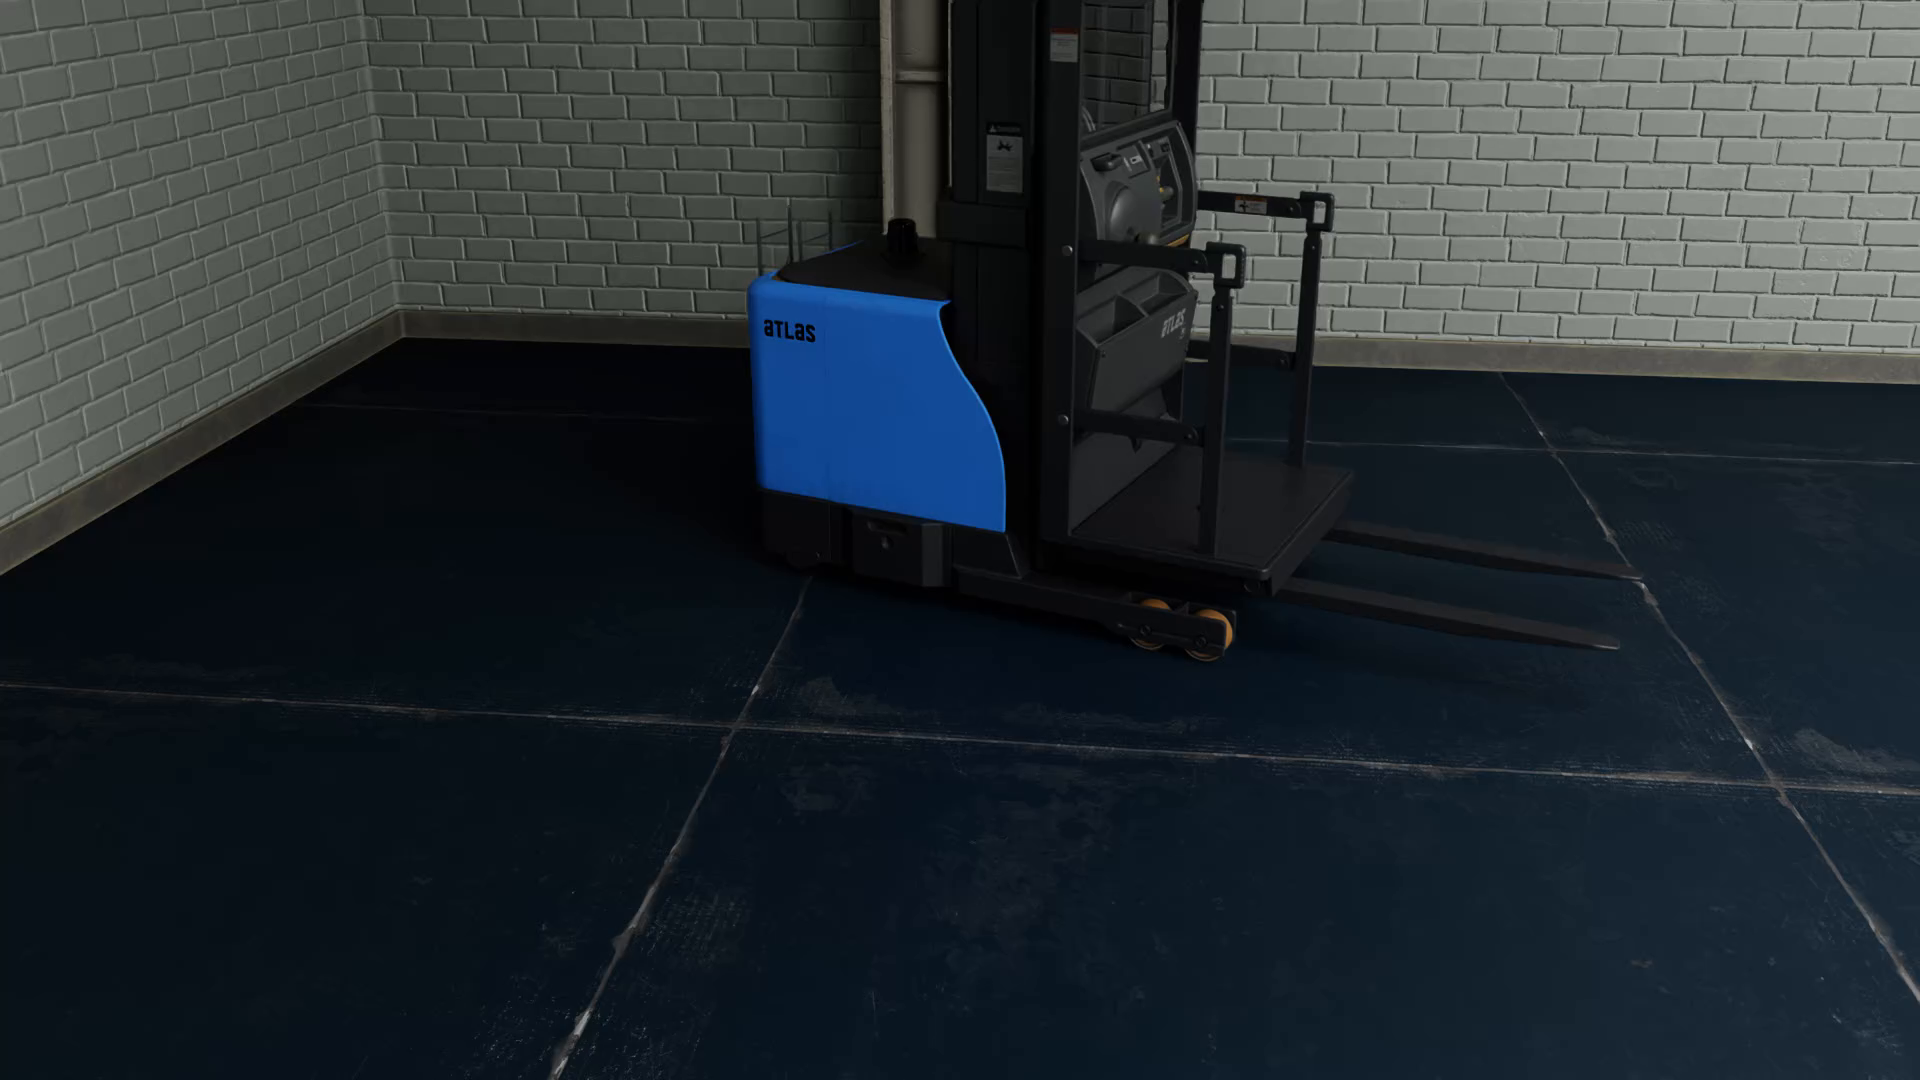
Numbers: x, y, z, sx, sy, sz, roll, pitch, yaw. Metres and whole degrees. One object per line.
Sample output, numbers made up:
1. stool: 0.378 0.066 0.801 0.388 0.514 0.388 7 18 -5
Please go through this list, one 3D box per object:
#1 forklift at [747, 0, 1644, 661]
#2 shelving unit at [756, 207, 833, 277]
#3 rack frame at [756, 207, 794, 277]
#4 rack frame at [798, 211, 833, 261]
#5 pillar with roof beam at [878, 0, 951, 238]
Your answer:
1. forklift: 0.784 -1.189 5.462 3.031 2.935 1.130 11 24 25
2. shelving unit: -0.626 -0.674 6.513 0.189 1.200 0.258 11 24 25
3. rack frame: -0.708 -0.690 6.552 0.006 1.200 0.240 11 24 25
4. rack frame: -0.545 -0.659 6.475 0.006 1.200 0.240 11 24 25
5. pillar with roof beam: -0.688 -3.577 3.247 0.400 9.000 9.100 2 22 6
